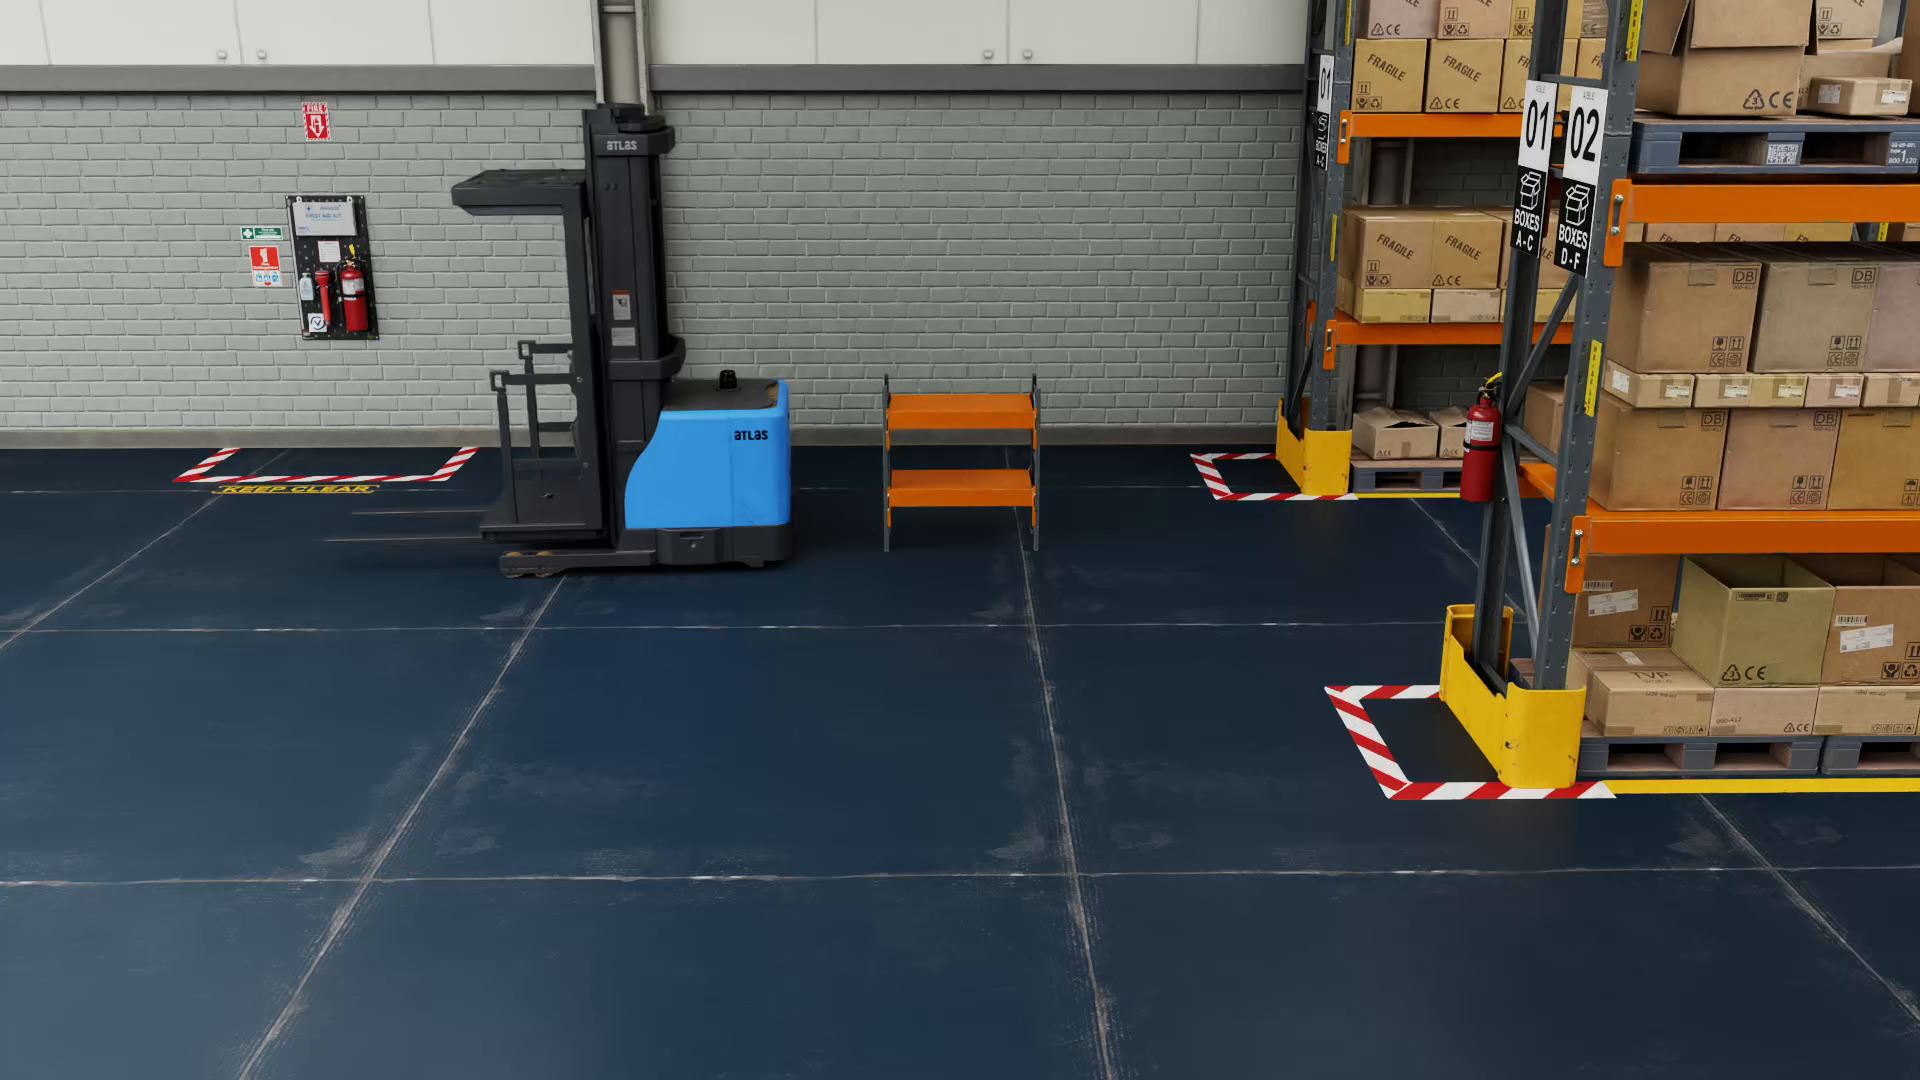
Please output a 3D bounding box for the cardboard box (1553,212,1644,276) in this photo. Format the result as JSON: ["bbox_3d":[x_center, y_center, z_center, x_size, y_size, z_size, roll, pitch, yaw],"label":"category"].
[{"bbox_3d":[4.703,-2.154,12.337,0.500,0.500,0.500,0,18,1],"label":"cardboard box"}]

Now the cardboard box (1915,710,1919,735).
[{"bbox_3d":[4.815,0.739,8.148,0.500,0.250,0.500,0,18,-1],"label":"cardboard box"}]

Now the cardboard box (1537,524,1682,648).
[{"bbox_3d":[3.307,0.229,8.508,0.500,0.500,0.500,0,18,-1],"label":"cardboard box"}]

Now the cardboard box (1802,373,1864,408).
[{"bbox_3d":[3.937,-0.725,7.672,0.250,0.149,0.380,-1,18,-2],"label":"cardboard box"}]

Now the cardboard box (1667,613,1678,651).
[{"bbox_3d":[3.807,0.581,8.639,0.500,0.250,0.500,0,18,-1],"label":"cardboard box"}]

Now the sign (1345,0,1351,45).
[{"bbox_3d":[2.702,-3.621,11.583,0.005,0.325,0.100,0,18,-1],"label":"sign"}]

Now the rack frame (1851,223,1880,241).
[{"bbox_3d":[6.693,-1.962,12.752,0.127,3.000,1.000,0,18,-1],"label":"rack frame"}]

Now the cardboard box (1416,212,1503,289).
[{"bbox_3d":[3.670,-2.147,12.316,0.500,0.500,0.500,0,18,-1],"label":"cardboard box"}]

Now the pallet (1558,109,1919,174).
[{"bbox_3d":[3.483,-1.811,7.517,1.213,0.211,1.003,0,18,-1],"label":"pallet"}]

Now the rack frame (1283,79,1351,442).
[{"bbox_3d":[2.694,-1.942,12.692,0.127,3.000,1.000,0,18,-1],"label":"rack frame"}]

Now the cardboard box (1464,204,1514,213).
[{"bbox_3d":[4.182,-2.308,12.816,0.500,0.500,0.500,-1,18,-2],"label":"cardboard box"}]

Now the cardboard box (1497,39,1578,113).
[{"bbox_3d":[4.089,-3.348,11.968,0.500,0.500,0.500,1,18,2],"label":"cardboard box"}]

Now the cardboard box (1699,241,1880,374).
[{"bbox_3d":[3.821,-1.097,7.771,0.500,0.500,0.700,-1,18,-2],"label":"cardboard box"}]

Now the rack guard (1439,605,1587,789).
[{"bbox_3d":[2.752,0.761,8.357,0.348,0.500,1.175,0,18,-1],"label":"rack guard"}]

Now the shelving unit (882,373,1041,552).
[{"bbox_3d":[0.007,-0.536,11.376,1.048,1.125,0.538,0,18,-1],"label":"shelving unit"}]

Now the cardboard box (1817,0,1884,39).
[{"bbox_3d":[6.196,-3.838,11.857,0.500,0.500,0.500,-2,18,-6],"label":"cardboard box"}]

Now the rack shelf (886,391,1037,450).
[{"bbox_3d":[0.007,-0.814,11.286,1.000,0.278,0.538,0,18,-1],"label":"rack shelf"}]

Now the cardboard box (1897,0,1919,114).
[{"bbox_3d":[4.440,-2.096,7.181,0.500,0.500,0.500,0,18,-1],"label":"cardboard box"}]

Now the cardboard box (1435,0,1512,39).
[{"bbox_3d":[3.585,-3.818,11.796,0.500,0.500,0.500,0,18,-1],"label":"cardboard box"}]

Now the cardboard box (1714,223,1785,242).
[{"bbox_3d":[5.726,-2.156,12.342,0.500,0.500,0.500,0,18,-1],"label":"cardboard box"}]

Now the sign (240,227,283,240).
[{"bbox_3d":[-5.641,-2.476,13.430,0.331,0.109,0.001,0,18,-1],"label":"sign"}]

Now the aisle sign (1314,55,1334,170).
[{"bbox_3d":[2.626,-3.088,12.008,0.004,0.787,0.394,0,18,-1],"label":"aisle sign"}]

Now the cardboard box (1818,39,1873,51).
[{"bbox_3d":[6.190,-3.369,12.032,0.500,0.500,0.500,0,18,1],"label":"cardboard box"}]

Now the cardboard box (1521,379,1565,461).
[{"bbox_3d":[4.691,-0.928,12.903,0.500,0.500,0.700,-1,18,-4],"label":"cardboard box"}]

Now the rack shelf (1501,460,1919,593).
[{"bbox_3d":[4.775,-0.096,8.115,4.000,0.370,1.077,0,18,-1],"label":"rack shelf"}]

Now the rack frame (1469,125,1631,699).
[{"bbox_3d":[2.776,-0.429,7.975,0.127,3.000,1.000,0,18,-1],"label":"rack frame"}]

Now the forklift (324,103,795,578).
[{"bbox_3d":[-2.651,-1.317,10.854,3.031,2.935,1.130,-1,18,-4],"label":"forklift"}]

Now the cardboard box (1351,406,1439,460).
[{"bbox_3d":[3.387,-0.847,12.960,0.500,0.311,0.500,-2,18,-7],"label":"cardboard box"}]

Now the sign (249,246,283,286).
[{"bbox_3d":[-5.645,-2.226,13.519,0.234,0.329,0.001,0,18,-1],"label":"sign"}]

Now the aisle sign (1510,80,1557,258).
[{"bbox_3d":[2.705,-1.757,7.857,0.004,0.787,0.394,0,18,-1],"label":"aisle sign"}]

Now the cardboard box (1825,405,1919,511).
[{"bbox_3d":[4.264,-0.480,7.969,0.500,0.500,0.700,0,18,0],"label":"cardboard box"}]

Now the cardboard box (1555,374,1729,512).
[{"bbox_3d":[3.243,-0.475,7.955,0.500,0.500,0.700,0,18,-1],"label":"cardboard box"}]

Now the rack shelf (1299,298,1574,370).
[{"bbox_3d":[4.693,-1.609,12.831,4.000,0.370,1.077,0,18,-1],"label":"rack shelf"}]

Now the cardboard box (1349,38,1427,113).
[{"bbox_3d":[3.032,-3.353,11.982,0.500,0.500,0.500,0,18,1],"label":"cardboard box"}]

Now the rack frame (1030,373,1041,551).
[{"bbox_3d":[0.515,-0.538,11.384,0.032,1.125,0.500,0,18,-1],"label":"rack frame"}]

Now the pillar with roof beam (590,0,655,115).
[{"bbox_3d":[-2.551,-3.723,8.420,0.400,9.000,9.100,0,18,-1],"label":"pillar with roof beam"}]

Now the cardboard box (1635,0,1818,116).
[{"bbox_3d":[3.350,-2.175,7.420,0.637,0.503,0.797,1,18,3],"label":"cardboard box"}]

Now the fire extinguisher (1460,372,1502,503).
[{"bbox_3d":[2.650,-0.534,8.428,0.183,0.674,0.296,0,18,-1],"label":"fire extinguisher"}]

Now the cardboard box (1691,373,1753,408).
[{"bbox_3d":[3.435,-0.724,7.668,0.250,0.149,0.380,-1,18,-2],"label":"cardboard box"}]

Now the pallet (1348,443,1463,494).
[{"bbox_3d":[3.582,-0.608,13.097,1.213,0.211,1.003,0,18,-1],"label":"pallet"}]

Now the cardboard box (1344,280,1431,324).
[{"bbox_3d":[3.187,-1.786,12.416,0.500,0.250,0.500,-1,18,-2],"label":"cardboard box"}]

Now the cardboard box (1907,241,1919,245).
[{"bbox_3d":[4.826,-1.103,7.787,0.500,0.500,0.700,0,18,-1],"label":"cardboard box"}]

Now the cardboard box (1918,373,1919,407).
[{"bbox_3d":[4.459,-0.729,7.683,0.250,0.149,0.380,-1,18,-2],"label":"cardboard box"}]

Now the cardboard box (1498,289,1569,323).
[{"bbox_3d":[4.215,-1.793,12.440,0.500,0.250,0.500,-1,18,-2],"label":"cardboard box"}]

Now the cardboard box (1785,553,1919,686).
[{"bbox_3d":[4.315,0.379,8.042,0.500,0.500,0.500,0,18,-1],"label":"cardboard box"}]

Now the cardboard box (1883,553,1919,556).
[{"bbox_3d":[4.807,0.218,8.543,0.500,0.500,0.500,0,18,-1],"label":"cardboard box"}]

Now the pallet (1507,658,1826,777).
[{"bbox_3d":[3.540,0.882,8.453,1.213,0.211,1.003,0,18,-1],"label":"pallet"}]

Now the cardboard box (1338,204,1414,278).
[{"bbox_3d":[3.162,-2.305,12.806,0.500,0.500,0.500,0,18,-1],"label":"cardboard box"}]

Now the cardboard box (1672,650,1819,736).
[{"bbox_3d":[3.815,0.742,8.138,0.500,0.250,0.500,0,18,-1],"label":"cardboard box"}]

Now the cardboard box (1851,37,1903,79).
[{"bbox_3d":[4.479,-2.171,7.722,0.500,0.311,0.500,2,18,6],"label":"cardboard box"}]

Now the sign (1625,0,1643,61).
[{"bbox_3d":[2.778,-2.142,6.843,0.005,0.325,0.100,0,18,-1],"label":"sign"}]

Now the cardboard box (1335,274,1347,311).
[{"bbox_3d":[3.158,-1.942,12.903,0.500,0.250,0.500,0,18,0],"label":"cardboard box"}]
